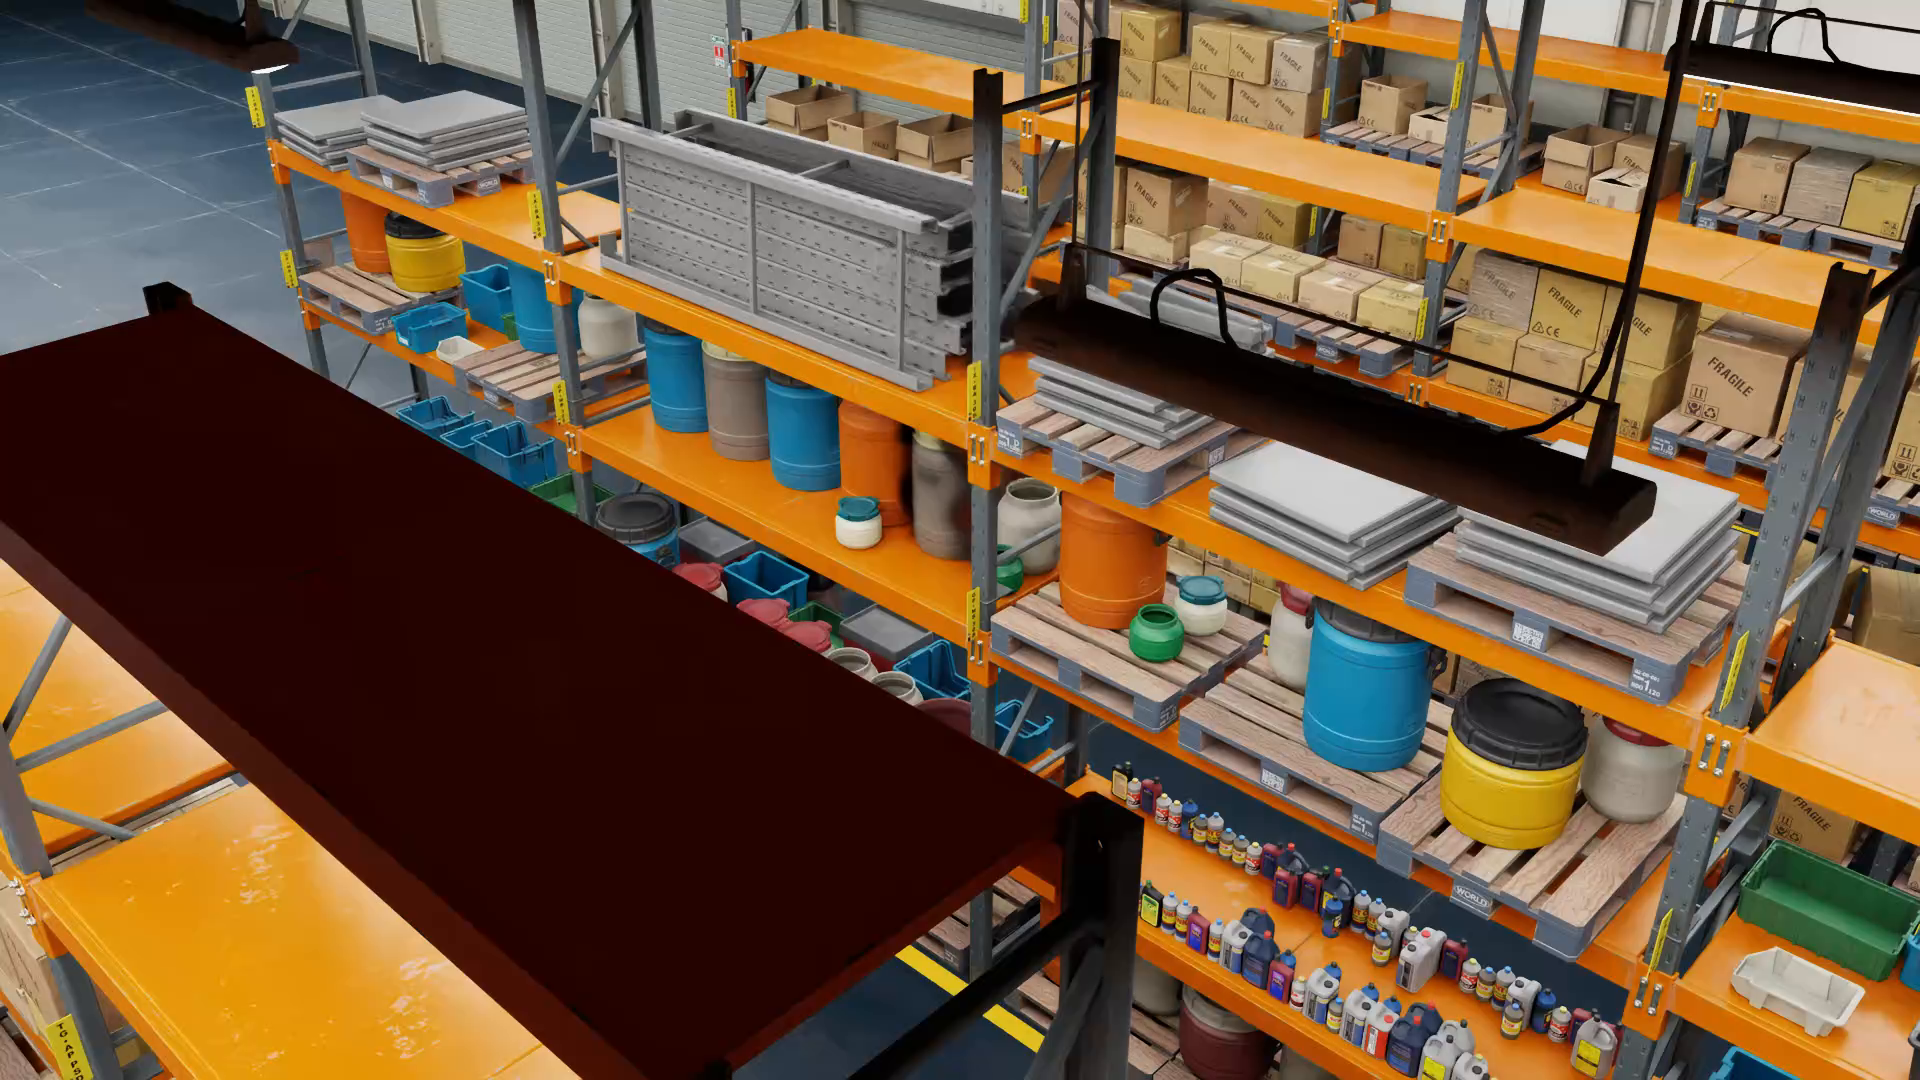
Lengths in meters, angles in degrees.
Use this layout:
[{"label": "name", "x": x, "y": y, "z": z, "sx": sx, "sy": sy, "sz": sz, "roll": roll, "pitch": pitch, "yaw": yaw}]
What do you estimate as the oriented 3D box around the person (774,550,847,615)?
[{"label": "person", "x": -1.154, "y": 0.430, "z": 13.769, "sx": 0.836, "sy": 1.662, "sz": 0.698, "roll": 4, "pitch": 30, "yaw": 7}]
